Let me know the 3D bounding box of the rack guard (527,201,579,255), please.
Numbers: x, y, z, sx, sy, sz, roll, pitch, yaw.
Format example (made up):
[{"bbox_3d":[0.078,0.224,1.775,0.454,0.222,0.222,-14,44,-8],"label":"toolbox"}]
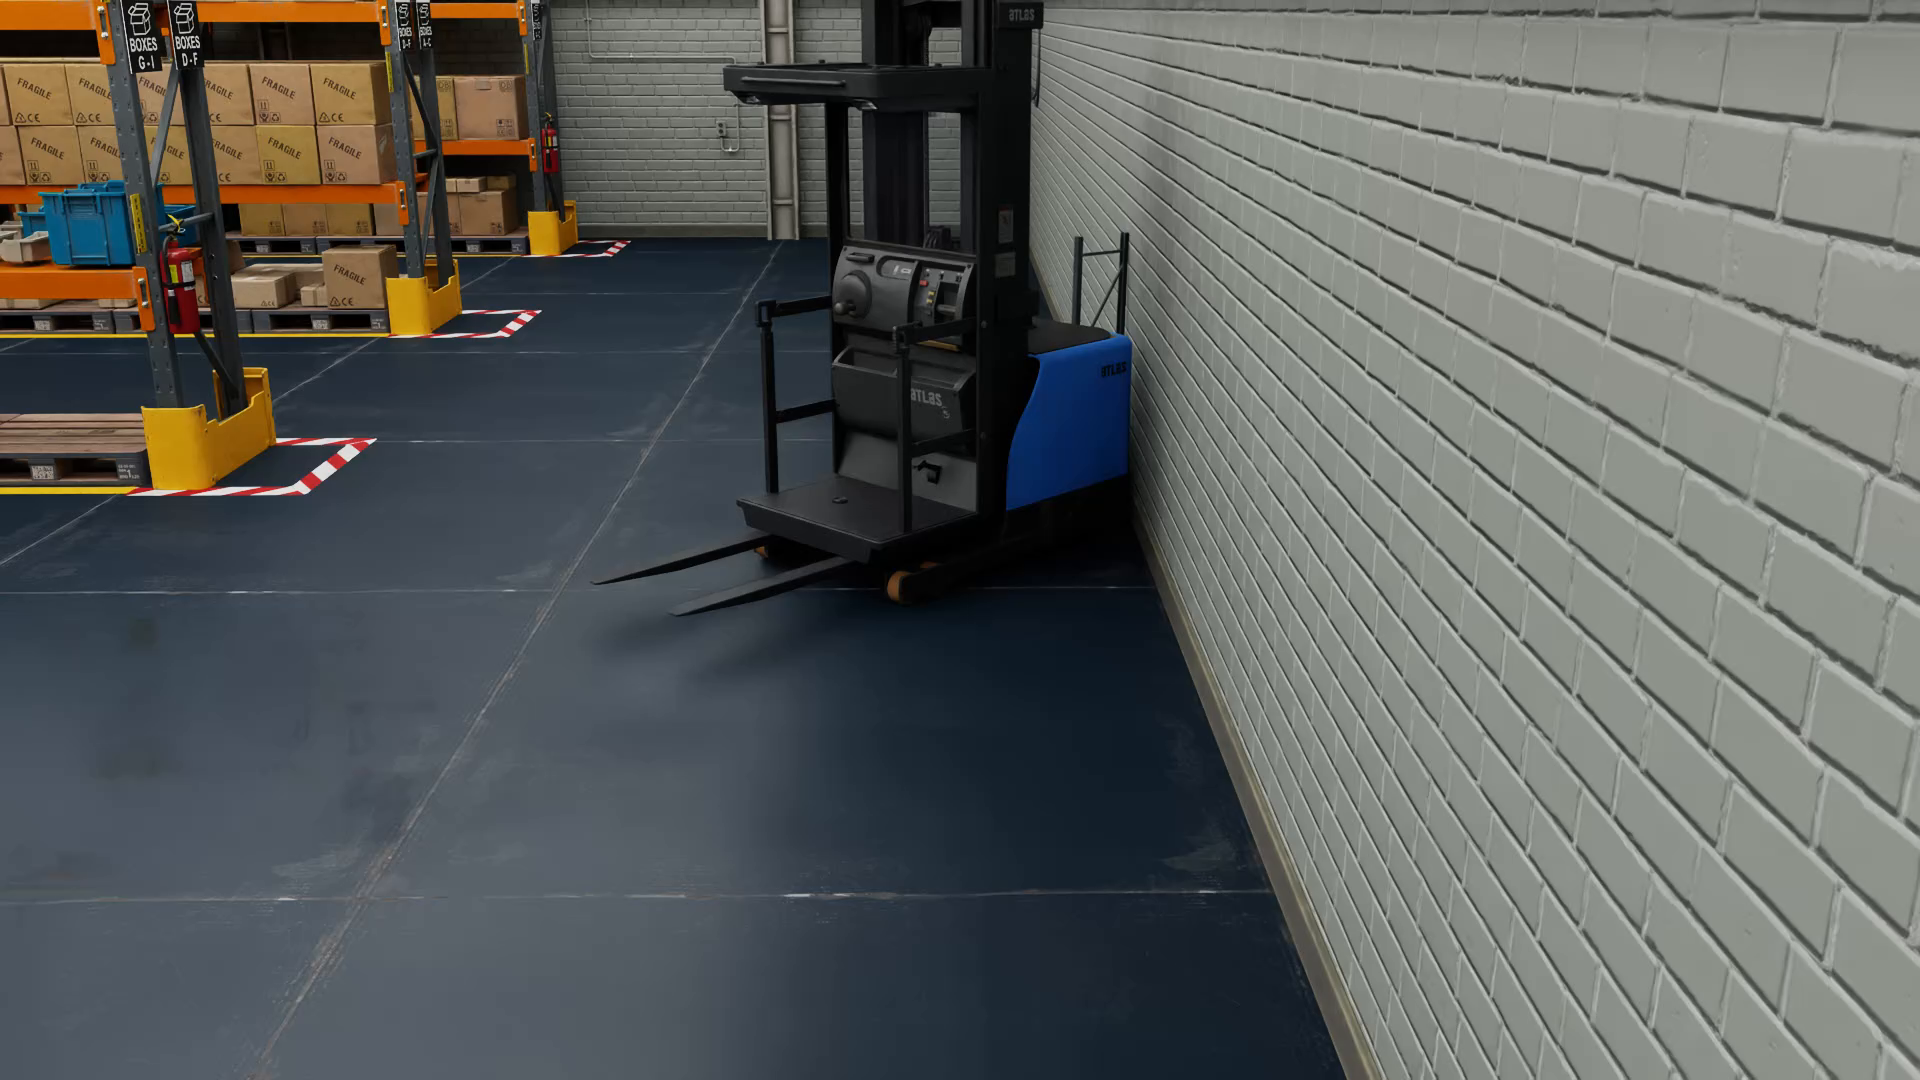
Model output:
[{"bbox_3d":[-4.857,-3.738,19.880,0.348,0.500,1.175,0,18,-1],"label":"rack guard"}]

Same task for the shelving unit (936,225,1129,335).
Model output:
[{"bbox_3d":[0.404,-1.108,9.981,1.048,1.500,0.538,13,19,38],"label":"shelving unit"}]

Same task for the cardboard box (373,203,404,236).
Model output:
[{"bbox_3d":[-6.583,-3.898,19.694,0.500,0.500,0.700,-1,18,-3],"label":"cardboard box"}]

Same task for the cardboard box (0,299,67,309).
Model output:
[{"bbox_3d":[-8.376,-2.261,14.865,0.500,0.311,0.500,0,18,-1],"label":"cardboard box"}]

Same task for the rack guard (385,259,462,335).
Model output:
[{"bbox_3d":[-4.876,-2.224,15.162,0.348,0.500,1.175,0,18,-1],"label":"rack guard"}]

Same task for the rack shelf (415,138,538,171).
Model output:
[{"bbox_3d":[-6.881,-4.575,19.578,4.000,0.370,1.077,0,18,-1],"label":"rack shelf"}]

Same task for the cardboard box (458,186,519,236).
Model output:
[{"bbox_3d":[-5.580,-3.903,19.710,0.500,0.500,0.700,0,18,-1],"label":"cardboard box"}]

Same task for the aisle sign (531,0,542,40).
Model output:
[{"bbox_3d":[-4.805,-6.074,18.816,0.004,0.787,0.394,0,18,-1],"label":"aisle sign"}]

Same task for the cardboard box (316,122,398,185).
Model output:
[{"bbox_3d":[-5.243,-3.377,14.501,0.500,0.500,0.500,0,18,1],"label":"cardboard box"}]

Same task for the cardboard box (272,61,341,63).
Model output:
[{"bbox_3d":[-5.770,-4.012,14.843,0.500,0.500,0.500,0,18,0],"label":"cardboard box"}]

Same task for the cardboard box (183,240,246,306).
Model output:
[{"bbox_3d":[-6.921,-2.427,15.069,0.637,0.503,0.797,0,18,-1],"label":"cardboard box"}]

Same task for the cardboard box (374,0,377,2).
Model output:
[{"bbox_3d":[-5.317,-4.847,14.581,0.500,0.250,0.500,0,18,-1],"label":"cardboard box"}]

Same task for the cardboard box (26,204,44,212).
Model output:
[{"bbox_3d":[-10.418,-4.037,19.552,0.750,0.750,0.750,0,18,1],"label":"cardboard box"}]

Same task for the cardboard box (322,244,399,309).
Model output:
[{"bbox_3d":[-5.339,-2.356,14.854,0.500,0.500,0.500,0,18,-1],"label":"cardboard box"}]

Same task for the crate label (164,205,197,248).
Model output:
[{"bbox_3d":[-4.977,-1.950,10.392,0.303,0.233,0.416,0,18,-1],"label":"crate label"}]

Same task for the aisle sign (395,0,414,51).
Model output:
[{"bbox_3d":[-4.726,-4.559,14.094,0.004,0.787,0.394,0,18,-1],"label":"aisle sign"}]

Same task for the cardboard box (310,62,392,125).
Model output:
[{"bbox_3d":[-5.240,-3.852,14.345,0.500,0.500,0.500,0,18,-1],"label":"cardboard box"}]

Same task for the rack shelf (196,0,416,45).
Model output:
[{"bbox_3d":[-6.799,-4.491,14.403,4.000,0.370,1.077,0,18,-1],"label":"rack shelf"}]

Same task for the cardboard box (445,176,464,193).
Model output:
[{"bbox_3d":[-5.961,-4.155,19.431,0.250,0.149,0.380,0,18,1],"label":"cardboard box"}]

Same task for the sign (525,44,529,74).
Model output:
[{"bbox_3d":[-4.887,-5.426,18.768,0.005,0.325,0.100,0,18,-1],"label":"sign"}]

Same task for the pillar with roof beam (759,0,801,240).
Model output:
[{"bbox_3d":[-2.127,-6.747,15.347,0.400,9.000,9.100,0,18,-1],"label":"pillar with roof beam"}]

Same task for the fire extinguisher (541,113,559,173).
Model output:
[{"bbox_3d":[-4.723,-4.573,19.130,0.183,0.674,0.296,0,18,-1],"label":"fire extinguisher"}]

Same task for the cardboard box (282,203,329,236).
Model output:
[{"bbox_3d":[-7.629,-3.892,19.674,0.500,0.500,0.700,0,18,-1],"label":"cardboard box"}]

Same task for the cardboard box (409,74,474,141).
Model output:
[{"bbox_3d":[-6.119,-5.058,19.413,0.700,0.700,0.980,0,18,-1],"label":"cardboard box"}]

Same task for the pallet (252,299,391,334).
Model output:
[{"bbox_3d":[-5.673,-2.082,15.194,1.213,0.211,1.003,0,18,-1],"label":"pallet"}]

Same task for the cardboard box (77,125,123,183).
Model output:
[{"bbox_3d":[-7.273,-3.367,14.471,0.500,0.500,0.500,0,18,-1],"label":"cardboard box"}]

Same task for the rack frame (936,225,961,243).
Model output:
[{"bbox_3d":[0.011,-1.199,10.291,0.032,1.500,0.500,13,19,38],"label":"rack frame"}]

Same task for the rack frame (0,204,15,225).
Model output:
[{"bbox_3d":[-8.799,-3.395,14.722,0.127,3.000,1.000,0,18,-1],"label":"rack frame"}]

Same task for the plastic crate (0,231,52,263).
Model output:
[{"bbox_3d":[-5.538,-1.746,9.912,0.243,0.136,0.396,0,18,-1],"label":"plastic crate"}]

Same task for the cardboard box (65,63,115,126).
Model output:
[{"bbox_3d":[-7.294,-3.840,14.308,0.500,0.500,0.500,-1,18,-2],"label":"cardboard box"}]

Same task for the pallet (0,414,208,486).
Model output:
[{"bbox_3d":[-5.550,-0.582,10.516,1.213,0.211,1.003,0,18,-1],"label":"pallet"}]

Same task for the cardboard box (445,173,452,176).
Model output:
[{"bbox_3d":[-6.215,-4.270,19.791,0.250,0.149,0.380,0,18,0],"label":"cardboard box"}]

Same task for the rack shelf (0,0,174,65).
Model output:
[{"bbox_3d":[-6.725,-2.978,9.687,4.000,0.370,1.077,0,18,-1],"label":"rack shelf"}]

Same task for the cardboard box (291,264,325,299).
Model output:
[{"bbox_3d":[-5.848,-2.397,15.389,0.500,0.250,0.500,0,18,-1],"label":"cardboard box"}]

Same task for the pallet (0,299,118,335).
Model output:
[{"bbox_3d":[-8.112,-2.071,15.157,1.213,0.211,1.003,0,18,-1],"label":"pallet"}]

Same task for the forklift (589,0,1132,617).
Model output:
[{"bbox_3d":[-0.436,-1.257,8.167,1.130,2.935,3.031,16,24,41],"label":"forklift"}]

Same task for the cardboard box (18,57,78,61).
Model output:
[{"bbox_3d":[-10.365,-5.382,19.003,0.500,0.250,0.500,0,18,0],"label":"cardboard box"}]

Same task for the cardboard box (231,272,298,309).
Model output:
[{"bbox_3d":[-6.290,-2.242,14.906,0.500,0.250,0.500,0,18,-1],"label":"cardboard box"}]

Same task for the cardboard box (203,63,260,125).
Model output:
[{"bbox_3d":[-6.264,-3.846,14.325,0.500,0.500,0.500,0,18,1],"label":"cardboard box"}]

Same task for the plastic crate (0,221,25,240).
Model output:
[{"bbox_3d":[-5.977,-1.925,10.470,0.298,0.136,0.250,0,18,-1],"label":"plastic crate"}]

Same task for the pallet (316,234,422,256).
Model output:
[{"bbox_3d":[-6.897,-3.567,19.822,1.213,0.211,1.003,0,18,-1],"label":"pallet"}]

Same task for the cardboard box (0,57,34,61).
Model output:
[{"bbox_3d":[-10.875,-5.379,18.995,0.500,0.250,0.500,-1,18,-2],"label":"cardboard box"}]

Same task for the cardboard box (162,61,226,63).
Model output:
[{"bbox_3d":[-6.778,-4.008,14.832,0.500,0.500,0.500,0,18,-1],"label":"cardboard box"}]

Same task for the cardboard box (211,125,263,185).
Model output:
[{"bbox_3d":[-6.261,-3.373,14.487,0.500,0.500,0.500,0,18,0],"label":"cardboard box"}]

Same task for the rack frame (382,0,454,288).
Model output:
[{"bbox_3d":[-4.800,-3.415,14.782,0.127,3.000,1.000,0,18,-1],"label":"rack frame"}]

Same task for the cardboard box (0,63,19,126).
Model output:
[{"bbox_3d":[-8.323,-3.836,14.293,0.500,0.500,0.500,0,18,1],"label":"cardboard box"}]

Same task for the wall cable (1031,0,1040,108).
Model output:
[{"bbox_3d":[0.779,-6.224,18.801,0.112,2.526,3.097,0,18,-1],"label":"wall cable"}]

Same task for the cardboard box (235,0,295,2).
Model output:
[{"bbox_3d":[-5.809,-4.690,14.091,0.500,0.250,0.500,0,18,-1],"label":"cardboard box"}]

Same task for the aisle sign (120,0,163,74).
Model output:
[{"bbox_3d":[-4.648,-3.051,9.391,0.004,0.787,0.394,0,18,-1],"label":"aisle sign"}]

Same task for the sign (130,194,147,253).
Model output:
[{"bbox_3d":[-4.700,-1.812,9.517,0.005,0.325,0.100,0,18,-1],"label":"sign"}]

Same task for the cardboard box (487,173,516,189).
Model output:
[{"bbox_3d":[-5.458,-4.274,19.803,0.250,0.149,0.380,0,18,0],"label":"cardboard box"}]

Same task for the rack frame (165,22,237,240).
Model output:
[{"bbox_3d":[-8.881,-4.908,19.438,0.127,3.000,1.000,0,18,-1],"label":"rack frame"}]

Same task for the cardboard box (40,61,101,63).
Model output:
[{"bbox_3d":[-7.785,-4.004,14.818,0.500,0.500,0.500,-1,18,-2],"label":"cardboard box"}]

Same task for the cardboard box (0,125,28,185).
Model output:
[{"bbox_3d":[-8.285,-3.362,14.455,0.500,0.500,0.500,0,18,1],"label":"cardboard box"}]
